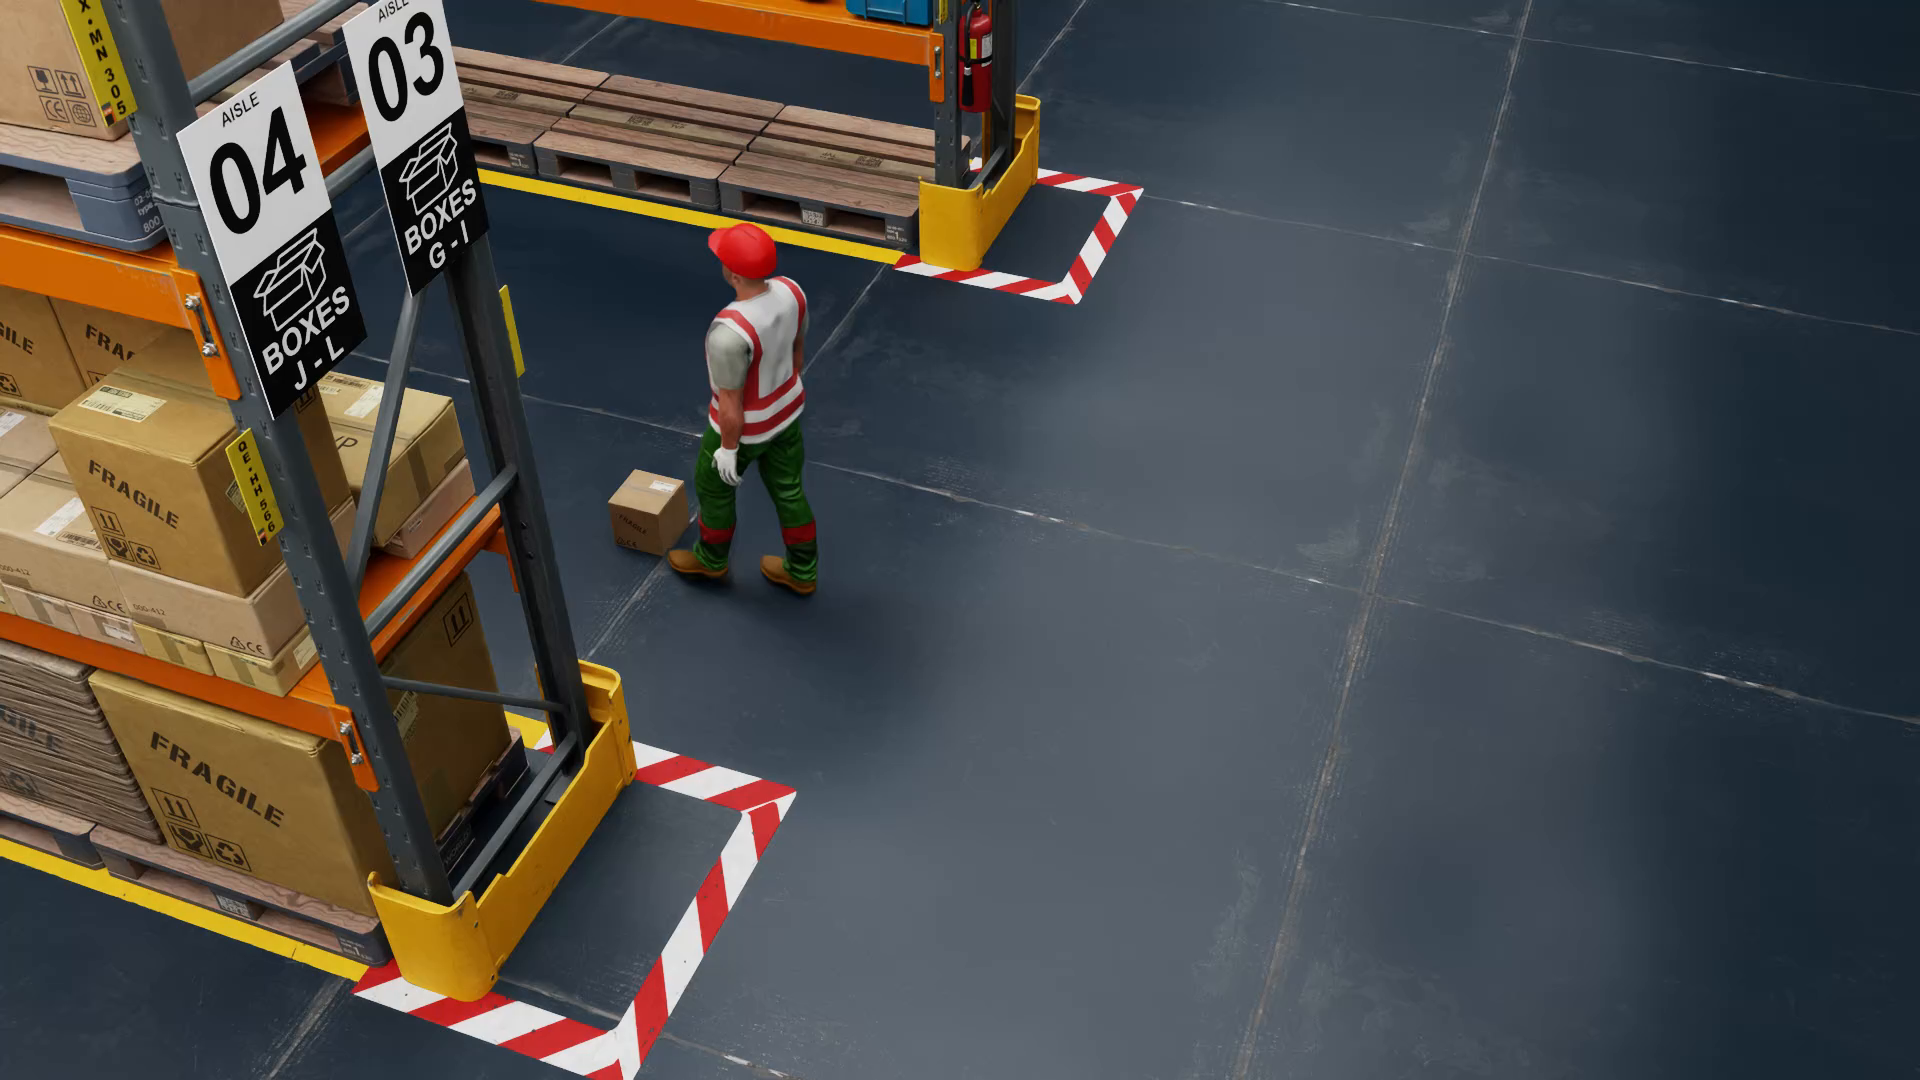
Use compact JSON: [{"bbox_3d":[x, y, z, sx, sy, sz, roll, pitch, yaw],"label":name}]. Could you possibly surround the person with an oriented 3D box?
[{"bbox_3d":[-0.920,-0.547,6.744,0.664,1.781,0.555,27,48,27],"label":"person"}]
